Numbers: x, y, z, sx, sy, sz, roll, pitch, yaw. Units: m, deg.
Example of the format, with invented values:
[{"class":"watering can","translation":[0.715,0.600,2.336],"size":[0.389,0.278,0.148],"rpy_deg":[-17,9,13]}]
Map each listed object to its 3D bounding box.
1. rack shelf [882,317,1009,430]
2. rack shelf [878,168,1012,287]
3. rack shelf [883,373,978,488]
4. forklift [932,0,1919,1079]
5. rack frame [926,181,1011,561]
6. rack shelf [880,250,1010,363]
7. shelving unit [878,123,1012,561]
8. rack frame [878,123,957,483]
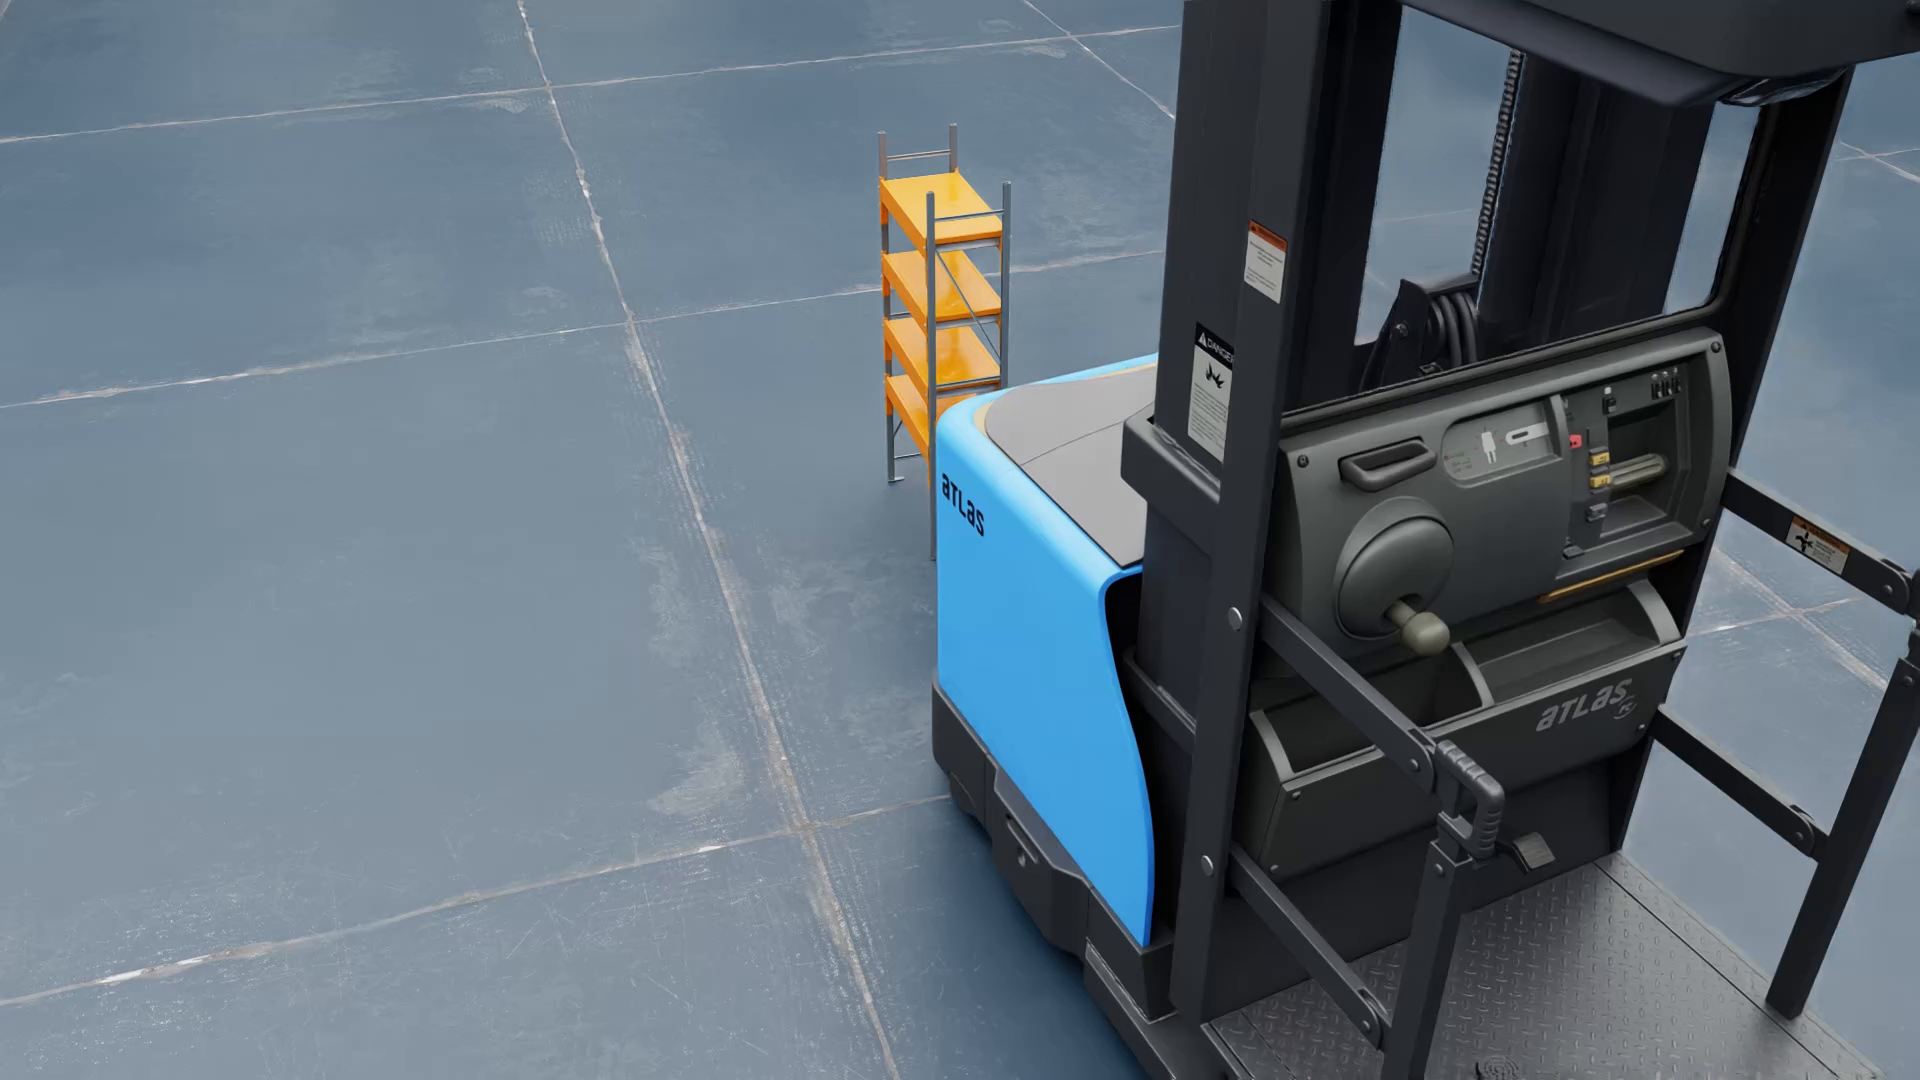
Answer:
[{"class":"rack shelf","translation":[-0.050,-0.531,5.088],"size":[0.258,0.148,0.480],"rpy_deg":[-10,35,-15]},{"class":"rack shelf","translation":[-0.050,-0.915,4.834],"size":[0.258,0.148,0.480],"rpy_deg":[-10,35,-15]},{"class":"rack shelf","translation":[-0.050,-0.366,5.197],"size":[0.258,0.148,0.480],"rpy_deg":[-10,35,-15]},{"class":"forklift","translation":[1.034,-0.025,2.630],"size":[1.130,2.935,3.031],"rpy_deg":[-15,36,-22]},{"class":"rack frame","translation":[0.024,-0.459,4.857],"size":[0.240,1.200,0.015],"rpy_deg":[-10,35,-15]},{"class":"rack shelf","translation":[-0.050,-0.718,4.965],"size":[0.258,0.148,0.480],"rpy_deg":[-10,35,-15]},{"class":"shelving unit","translation":[-0.050,-0.587,5.051],"size":[0.258,1.200,0.503],"rpy_deg":[-10,35,-15]},{"class":"rack frame","translation":[-0.125,-0.716,5.245],"size":[0.240,1.200,0.015],"rpy_deg":[-10,35,-15]}]
